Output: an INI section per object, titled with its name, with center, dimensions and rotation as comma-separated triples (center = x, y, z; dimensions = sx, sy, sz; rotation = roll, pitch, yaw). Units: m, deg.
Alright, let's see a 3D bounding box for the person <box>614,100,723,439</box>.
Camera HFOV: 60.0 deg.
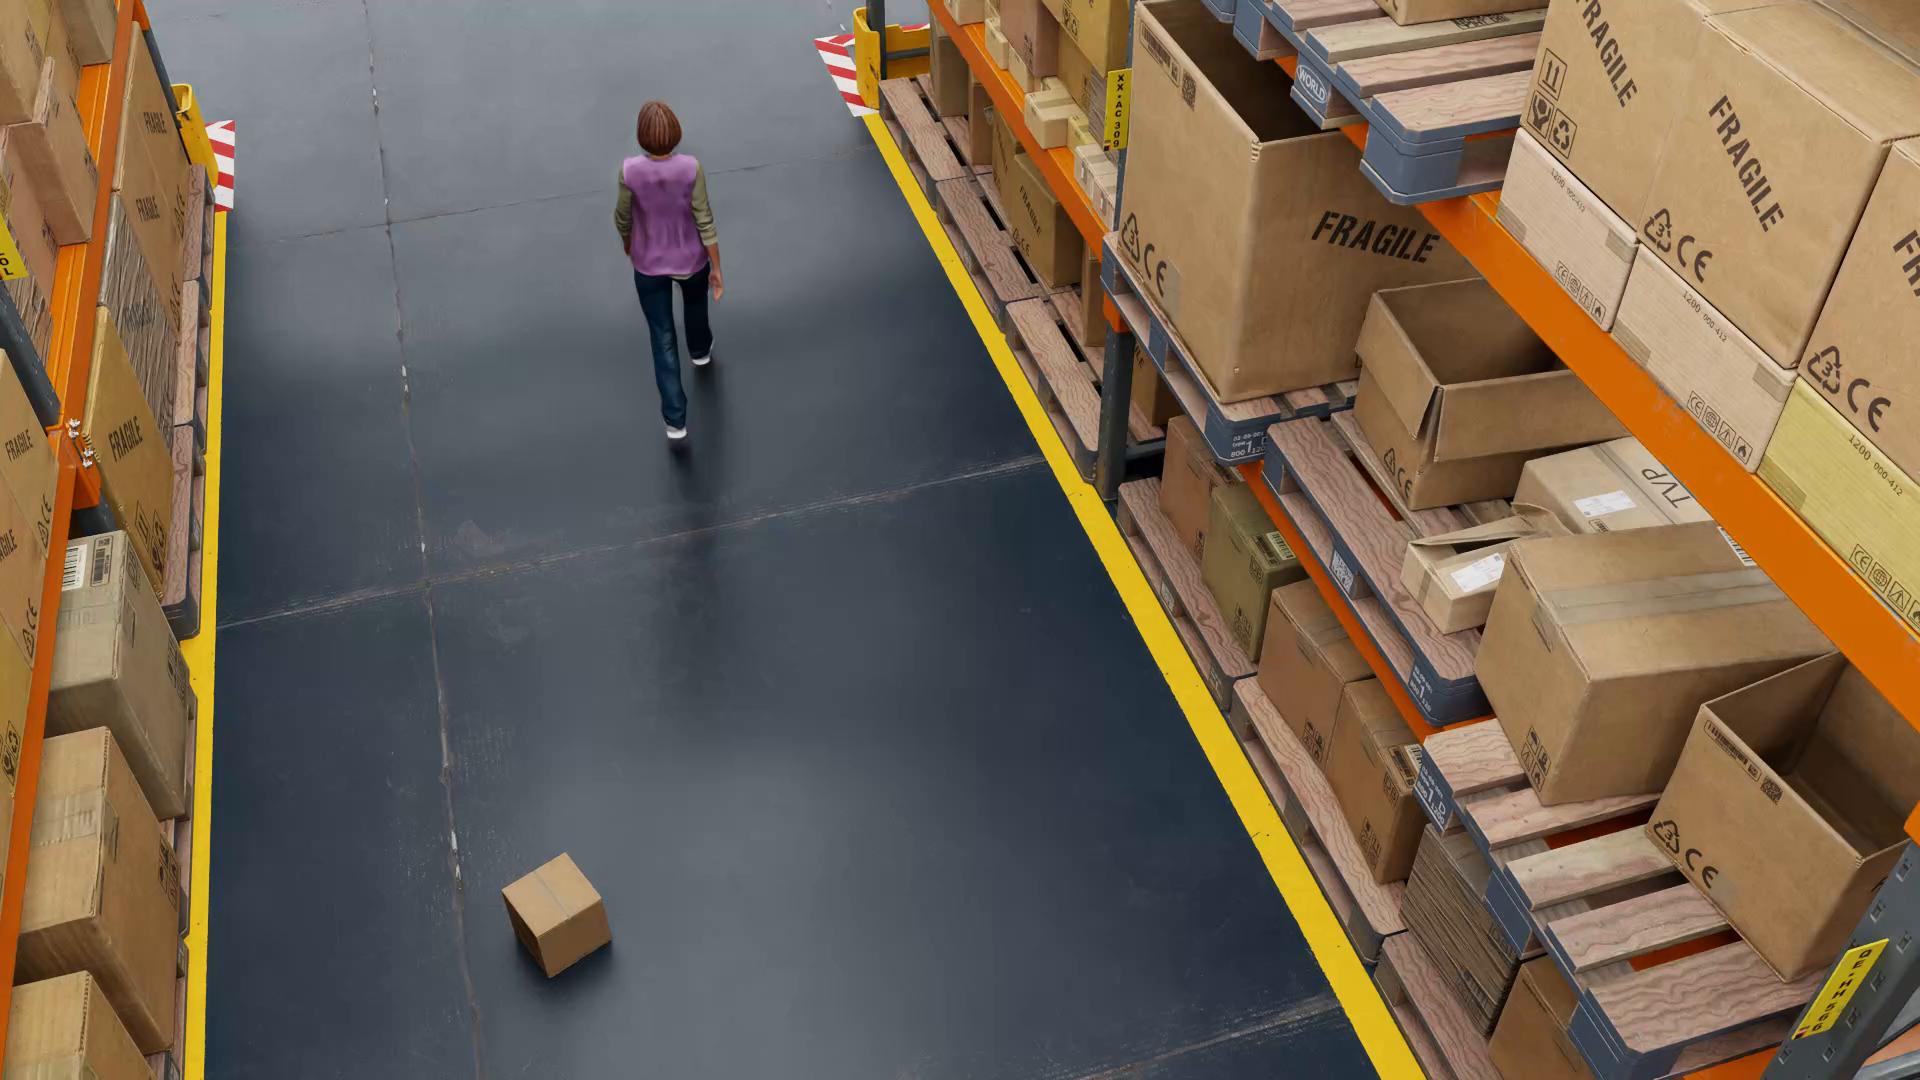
[person]
center = -1.317, -1.292, 7.551
dimensions = 0.449, 1.545, 0.922
rotation = -7, 43, -7
